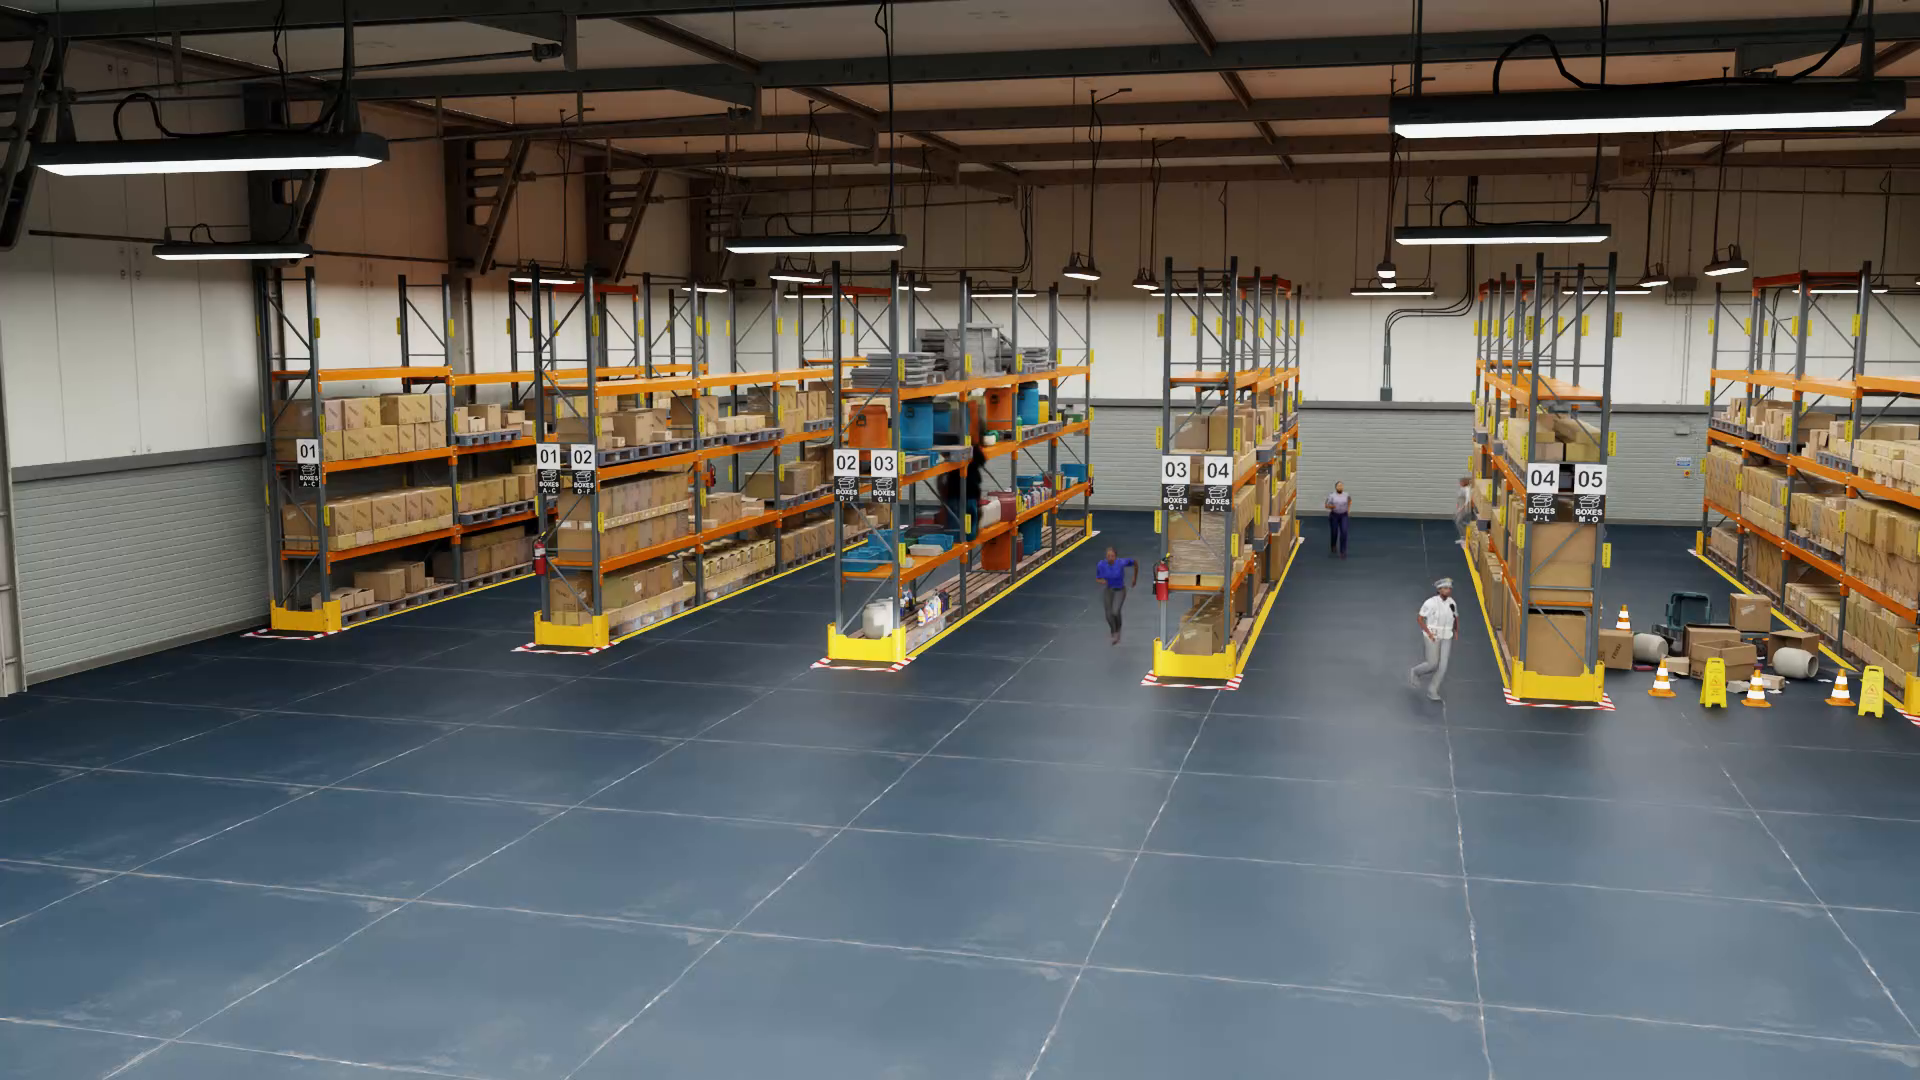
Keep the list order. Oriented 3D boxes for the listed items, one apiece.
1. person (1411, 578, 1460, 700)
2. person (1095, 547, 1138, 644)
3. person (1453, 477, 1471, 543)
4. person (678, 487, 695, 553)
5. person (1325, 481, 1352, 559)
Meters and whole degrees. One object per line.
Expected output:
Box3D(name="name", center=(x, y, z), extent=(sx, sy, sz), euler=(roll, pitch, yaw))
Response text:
Box3D(name="person", center=(6.532, 1.321, 22.694), extent=(0.610, 1.650, 0.594), euler=(-2, 8, -16))
Box3D(name="person", center=(2.358, 0.829, 25.034), extent=(0.606, 1.499, 0.904), euler=(2, 8, 15))
Box3D(name="person", center=(11.825, -0.699, 38.992), extent=(0.498, 1.566, 0.560), euler=(1, 7, 9))
Box3D(name="person", center=(-5.724, -0.264, 35.085), extent=(0.593, 1.724, 0.796), euler=(1, 7, 8))
Box3D(name="person", center=(8.319, -0.460, 36.559), extent=(0.604, 1.669, 0.893), euler=(1, 7, 6))
